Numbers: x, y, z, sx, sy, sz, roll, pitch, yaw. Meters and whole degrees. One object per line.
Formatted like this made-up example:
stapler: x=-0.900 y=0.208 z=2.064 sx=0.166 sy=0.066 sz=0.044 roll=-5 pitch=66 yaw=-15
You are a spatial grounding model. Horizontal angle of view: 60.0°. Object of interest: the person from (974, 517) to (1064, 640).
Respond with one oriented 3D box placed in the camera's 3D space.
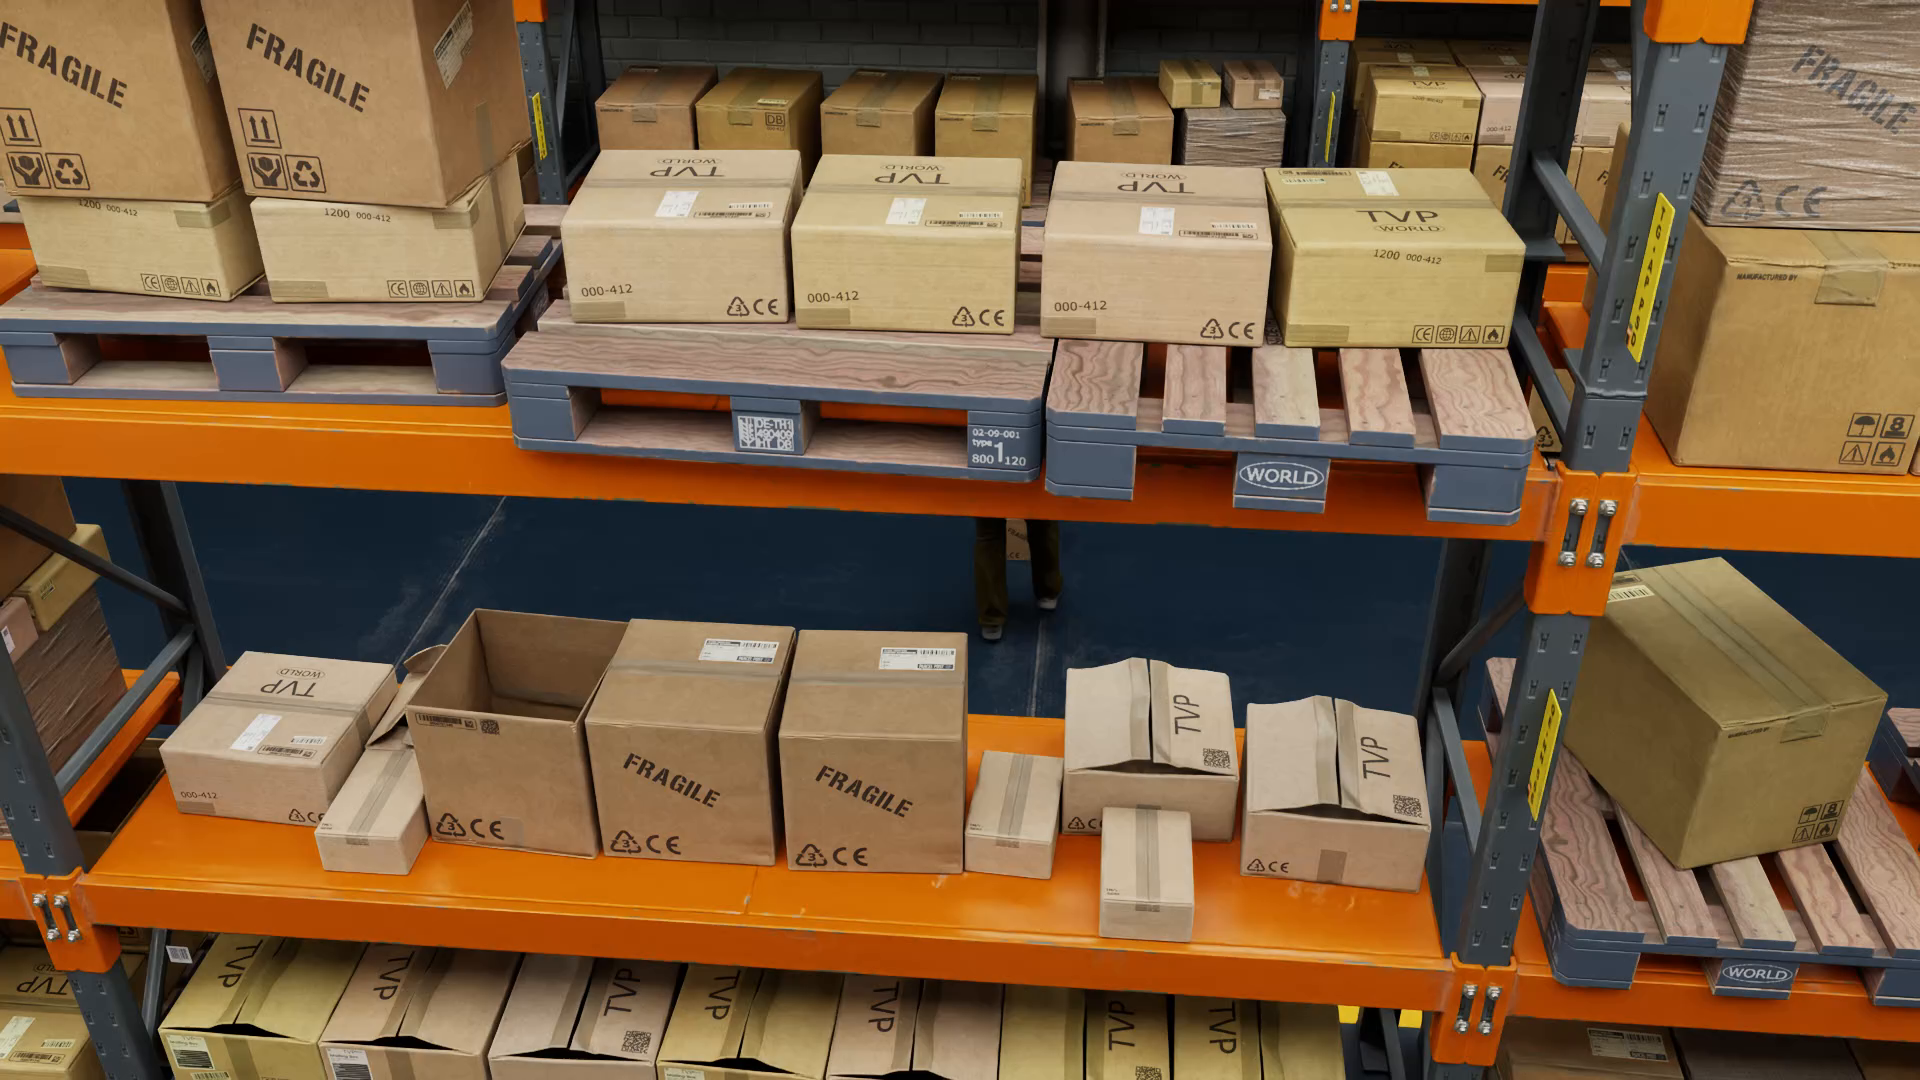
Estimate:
person: x=0.225 y=-0.426 z=7.776 sx=0.614 sy=1.784 sz=0.645 roll=7 pitch=32 yaw=11
